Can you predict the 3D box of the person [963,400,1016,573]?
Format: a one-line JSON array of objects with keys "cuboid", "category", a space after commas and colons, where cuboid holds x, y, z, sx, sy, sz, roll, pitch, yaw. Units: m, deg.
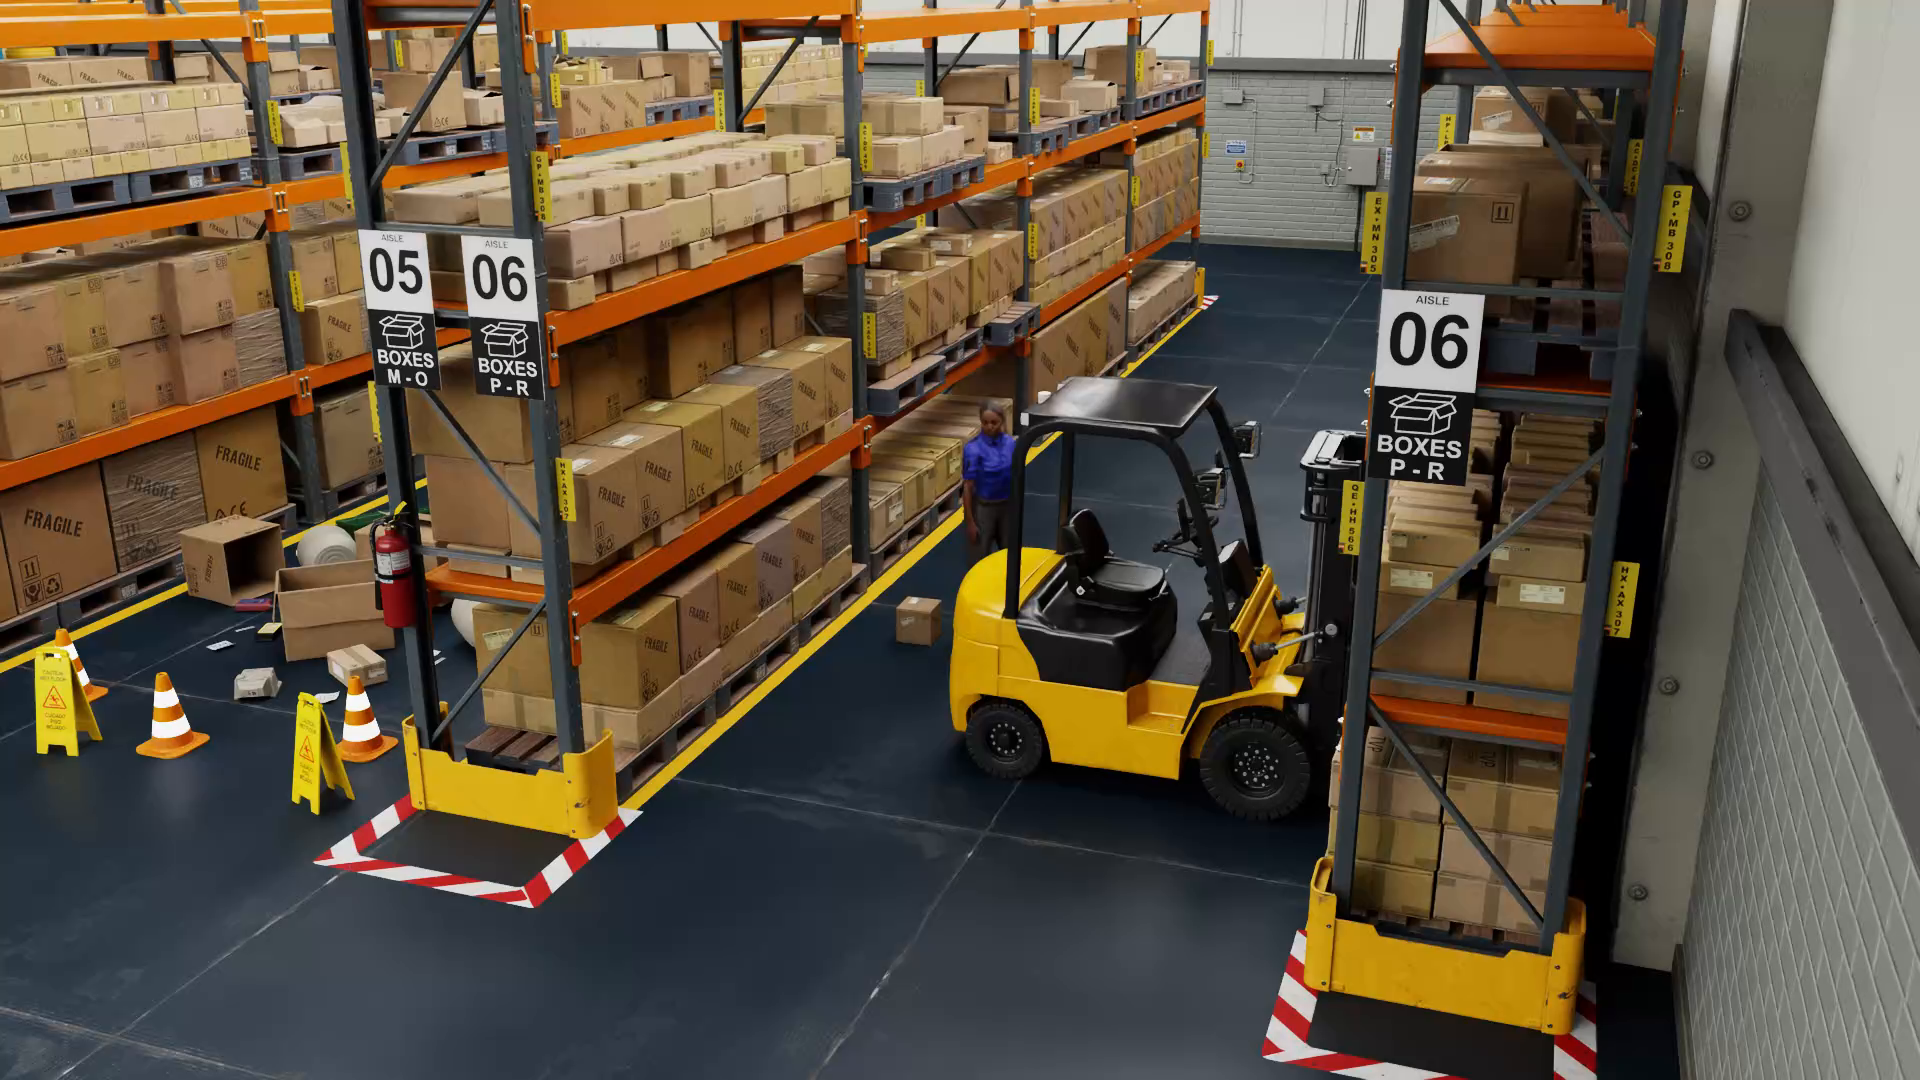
[{"cuboid": [0.252, -0.143, 11.483, 0.496, 1.678, 0.413, -12, 22, -32], "category": "person"}]
